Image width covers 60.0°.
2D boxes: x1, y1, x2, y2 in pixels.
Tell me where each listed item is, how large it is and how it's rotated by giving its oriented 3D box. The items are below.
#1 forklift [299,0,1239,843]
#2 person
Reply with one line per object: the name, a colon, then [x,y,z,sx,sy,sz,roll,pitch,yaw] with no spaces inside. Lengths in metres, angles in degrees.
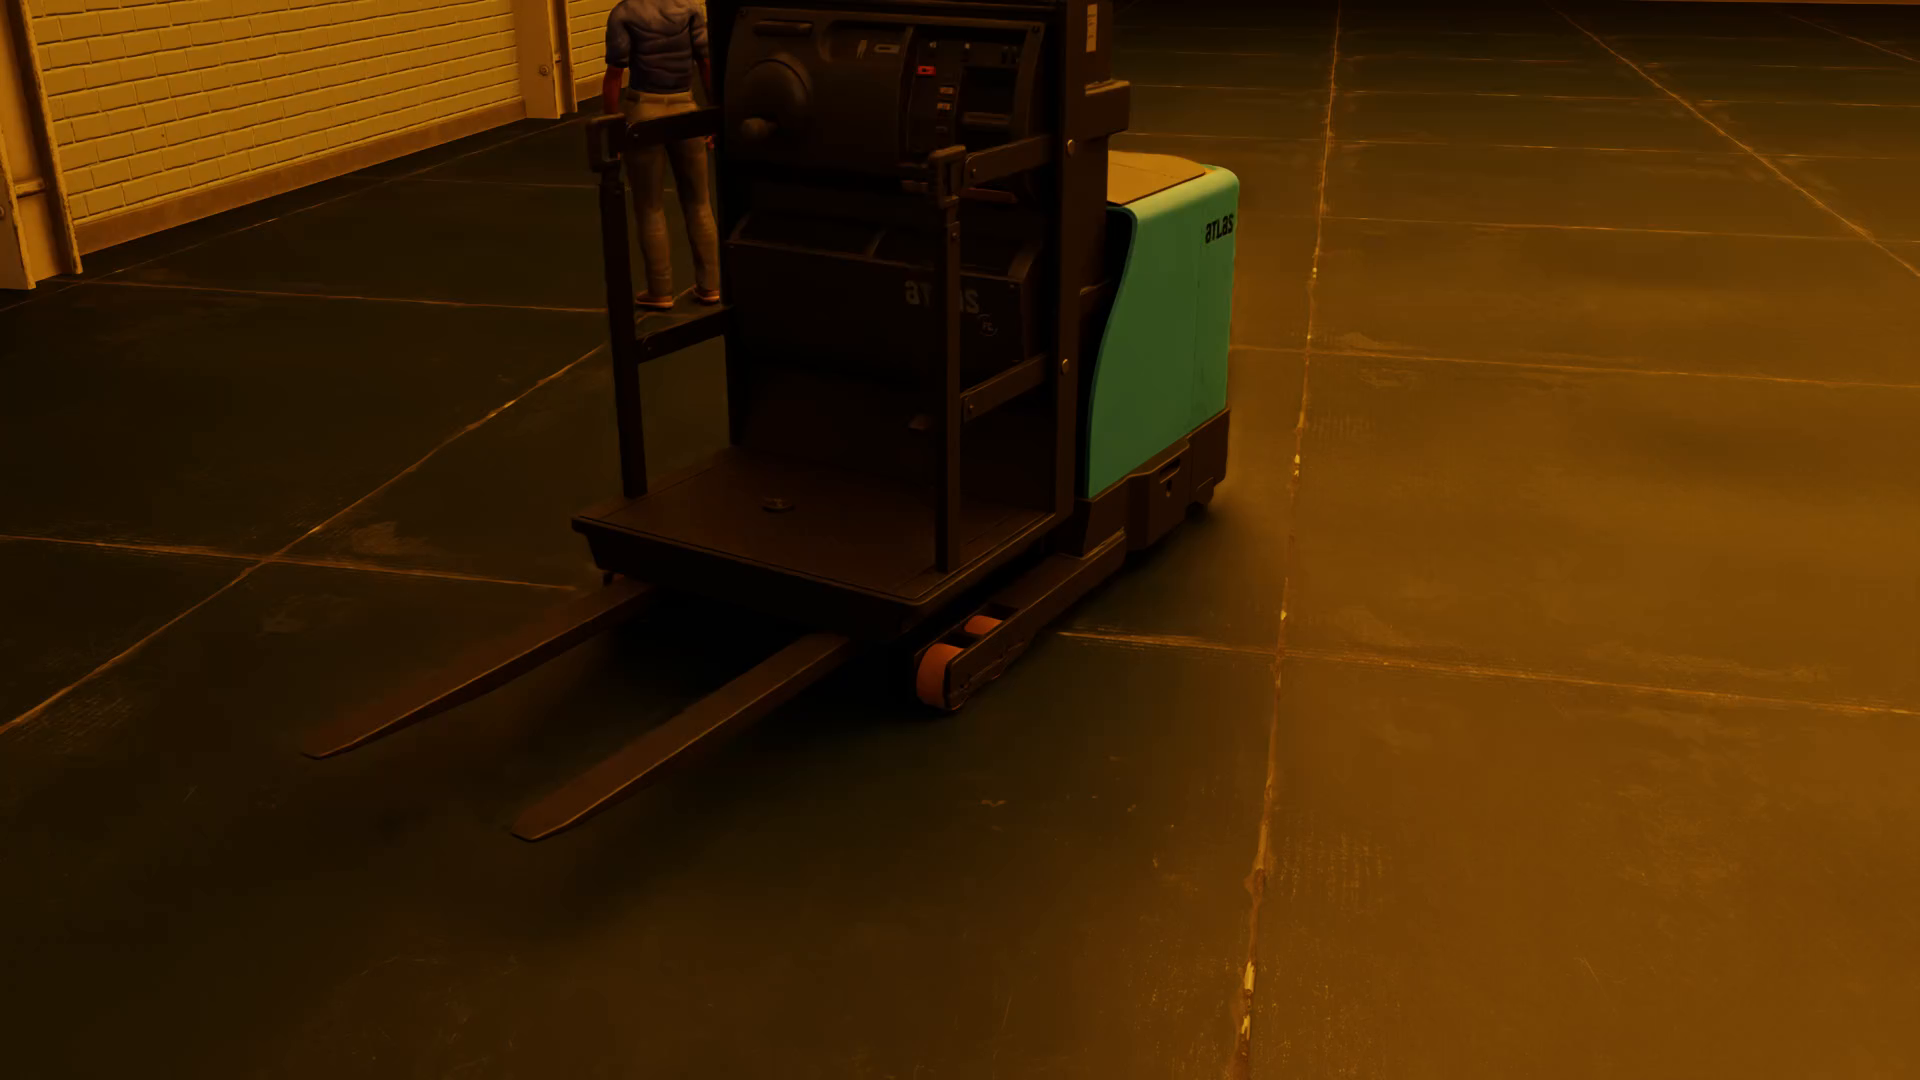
forklift: [-0.317,-1.134,4.047,1.130,2.935,3.031,13,25,29]
person: [-1.365,-1.873,7.561,0.537,1.669,0.456,-9,24,-21]
